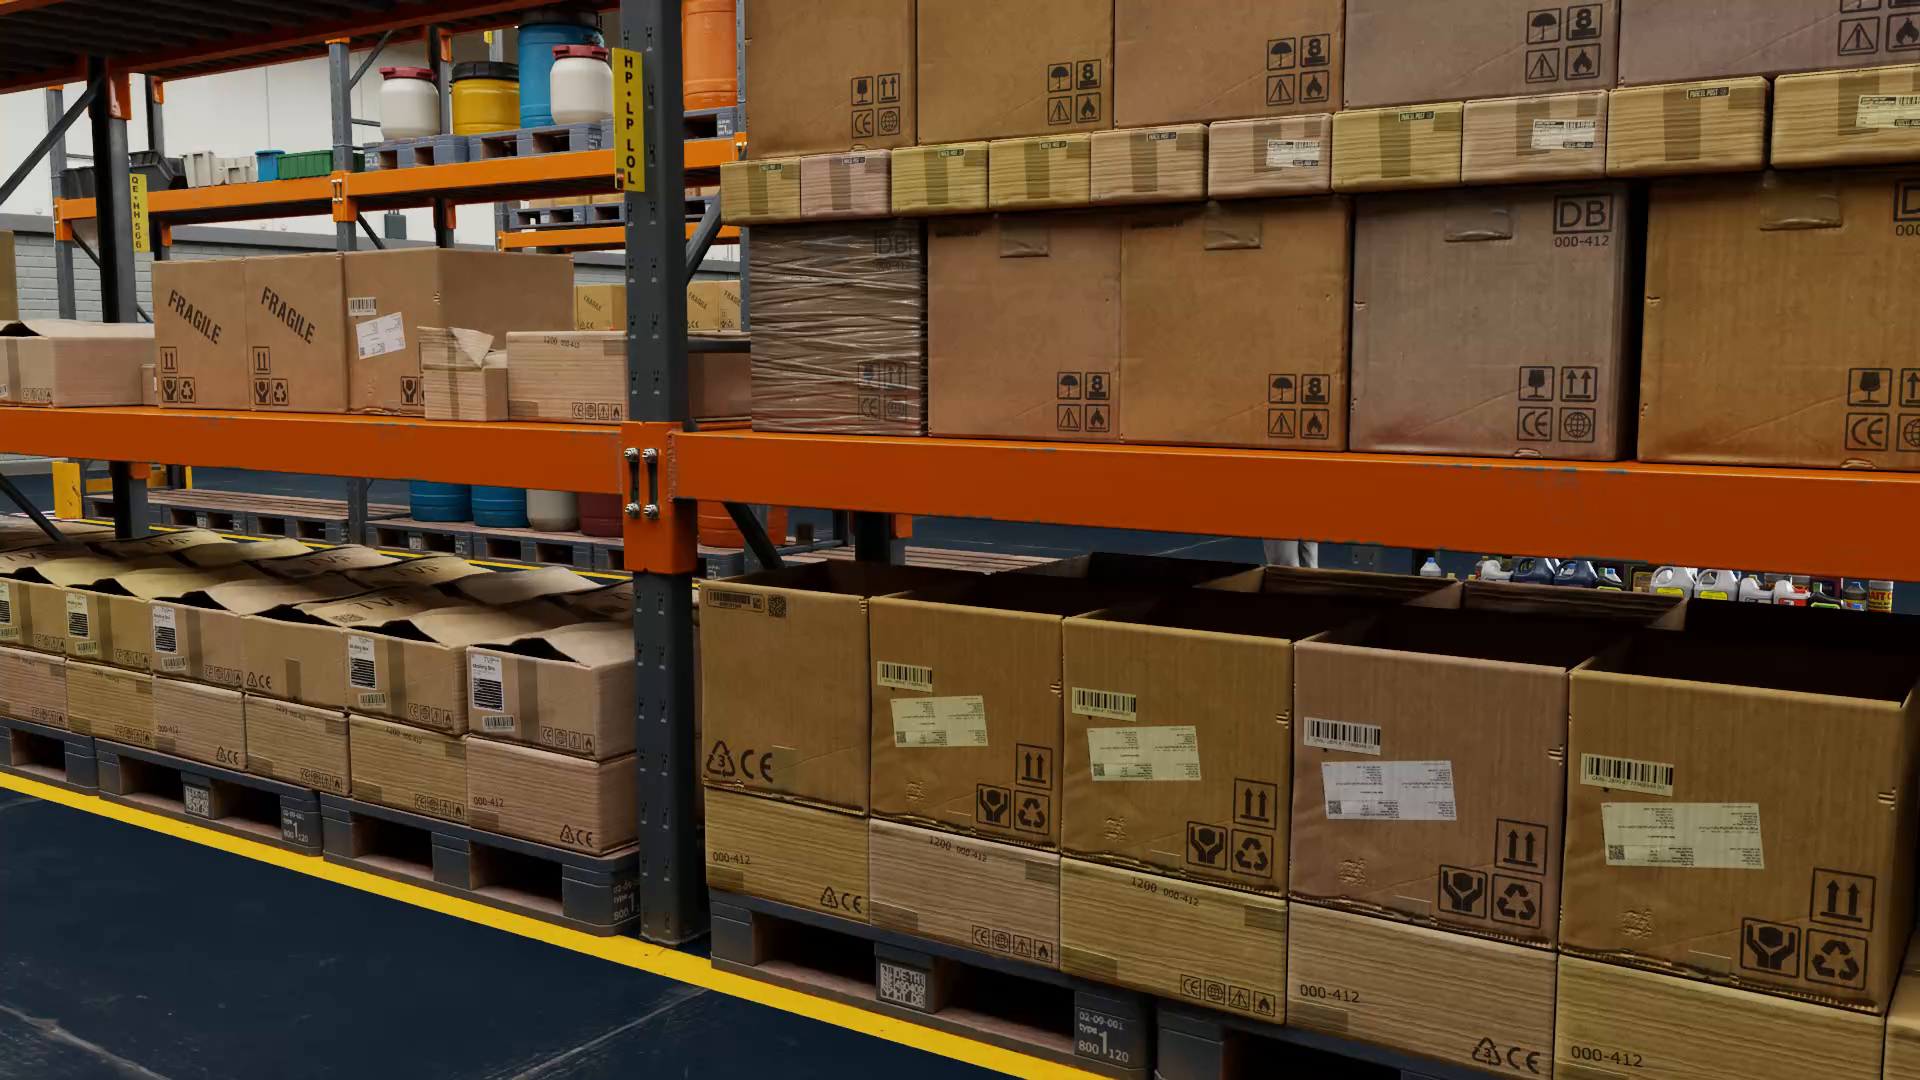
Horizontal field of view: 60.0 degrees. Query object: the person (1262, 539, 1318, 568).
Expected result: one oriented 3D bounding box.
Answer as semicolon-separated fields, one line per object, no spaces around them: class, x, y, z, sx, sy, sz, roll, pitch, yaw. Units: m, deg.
person;1.459;-0.129;7.328;0.347;1.592;0.465;4;8;33
